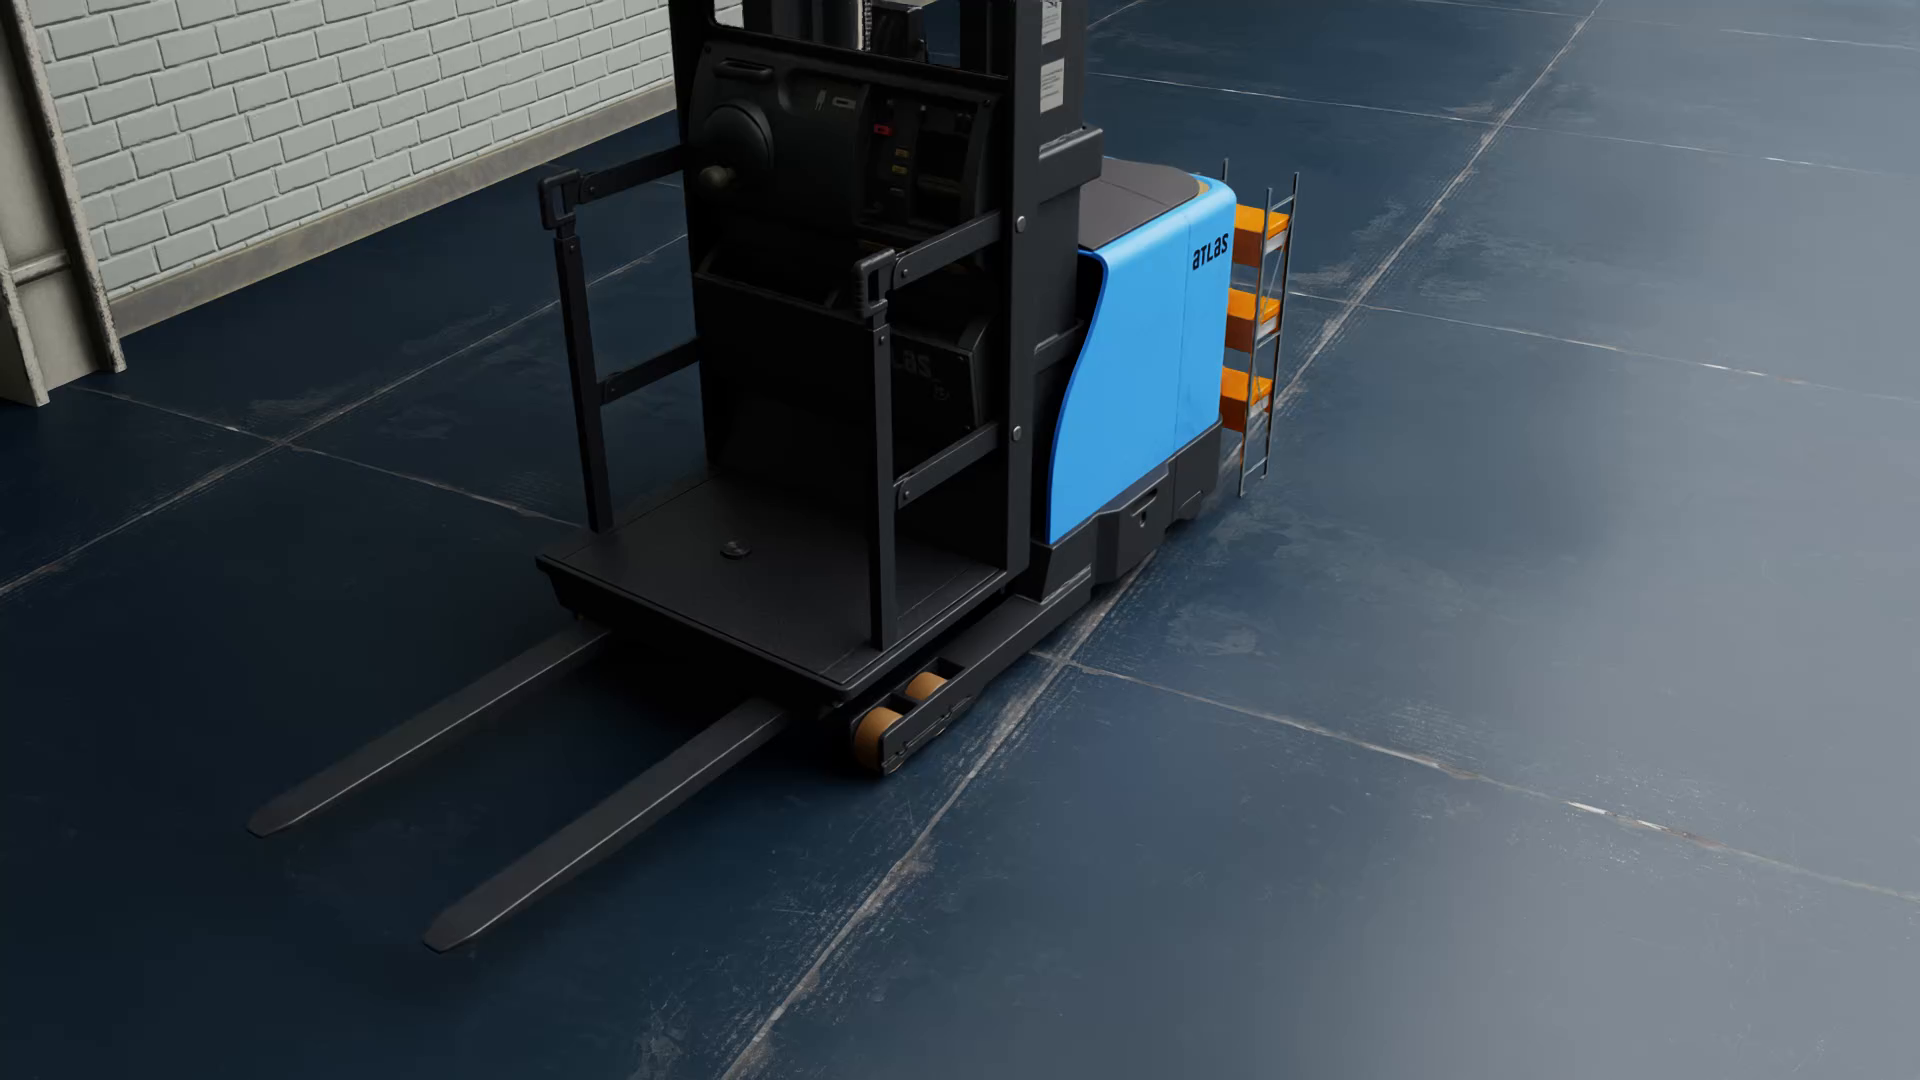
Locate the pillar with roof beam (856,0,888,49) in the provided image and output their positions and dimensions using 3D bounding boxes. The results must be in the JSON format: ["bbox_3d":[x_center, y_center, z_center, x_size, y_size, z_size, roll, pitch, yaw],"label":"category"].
[{"bbox_3d":[3.134,-6.195,7.002,9.100,9.000,0.400,14,33,23],"label":"pillar with roof beam"}]

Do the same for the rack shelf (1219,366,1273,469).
[{"bbox_3d":[0.881,-0.421,5.508,0.240,0.259,0.215,20,35,31],"label":"rack shelf"}]

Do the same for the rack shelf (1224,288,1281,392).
[{"bbox_3d":[0.882,-0.662,5.369,0.240,0.259,0.215,20,35,31],"label":"rack shelf"}]

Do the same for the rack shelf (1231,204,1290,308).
[{"bbox_3d":[0.882,-0.908,5.228,0.240,0.259,0.215,20,35,31],"label":"rack shelf"}]

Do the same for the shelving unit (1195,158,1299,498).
[{"bbox_3d":[0.882,-0.671,5.364,0.252,1.050,0.215,20,35,31],"label":"shelving unit"}]

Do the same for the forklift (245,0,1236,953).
[{"bbox_3d":[-0.432,-0.953,3.967,1.130,2.935,3.031,20,35,31],"label":"forklift"}]

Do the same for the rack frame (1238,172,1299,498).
[{"bbox_3d":[0.980,-0.635,5.302,0.008,1.050,0.200,20,35,31],"label":"rack frame"}]

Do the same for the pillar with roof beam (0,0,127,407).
[{"bbox_3d":[0.401,-3.535,2.370,9.100,9.000,0.400,14,33,23],"label":"pillar with roof beam"}]

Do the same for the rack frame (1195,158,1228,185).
[{"bbox_3d":[0.783,-0.707,5.426,0.008,1.050,0.200,20,35,31],"label":"rack frame"}]
